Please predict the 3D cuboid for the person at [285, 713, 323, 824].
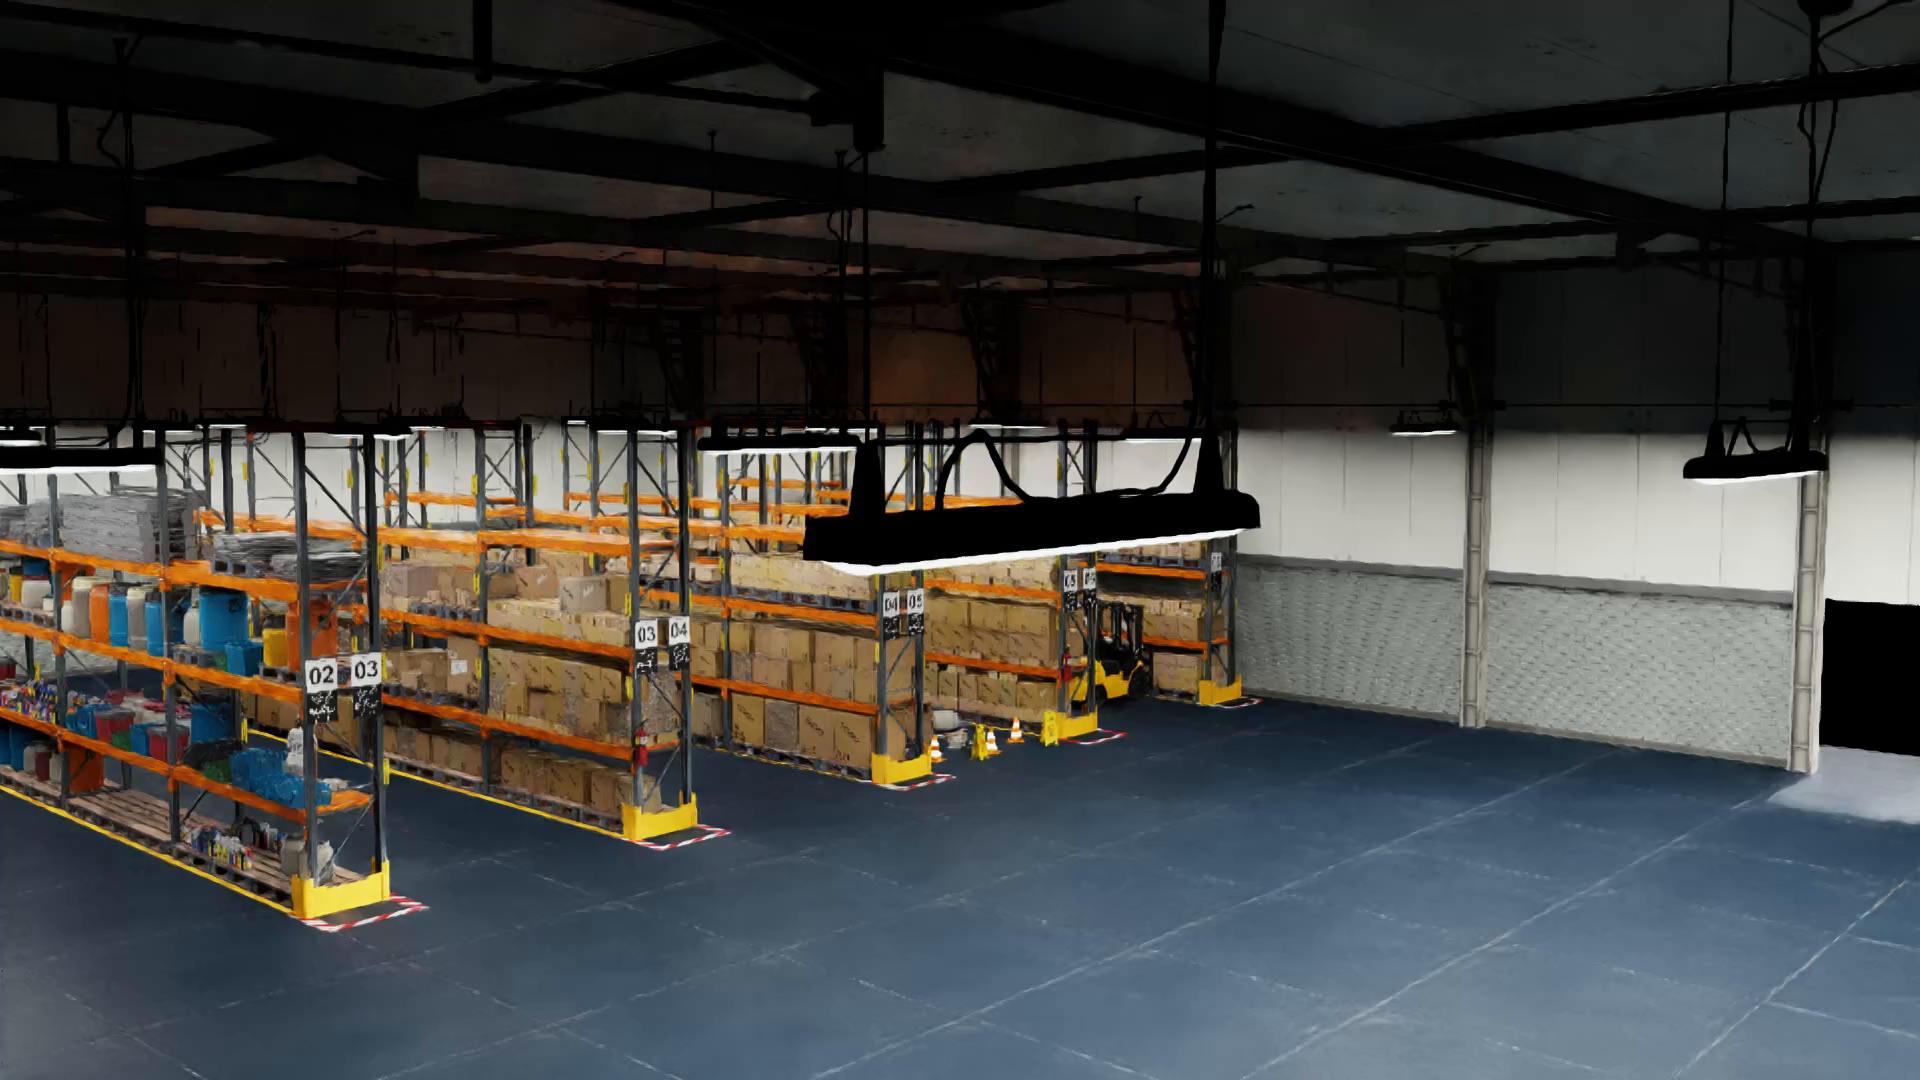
[{"bbox_3d":[-9.911,3.434,25.138,0.577,1.673,0.463,1,5,16],"label":"person"}]
